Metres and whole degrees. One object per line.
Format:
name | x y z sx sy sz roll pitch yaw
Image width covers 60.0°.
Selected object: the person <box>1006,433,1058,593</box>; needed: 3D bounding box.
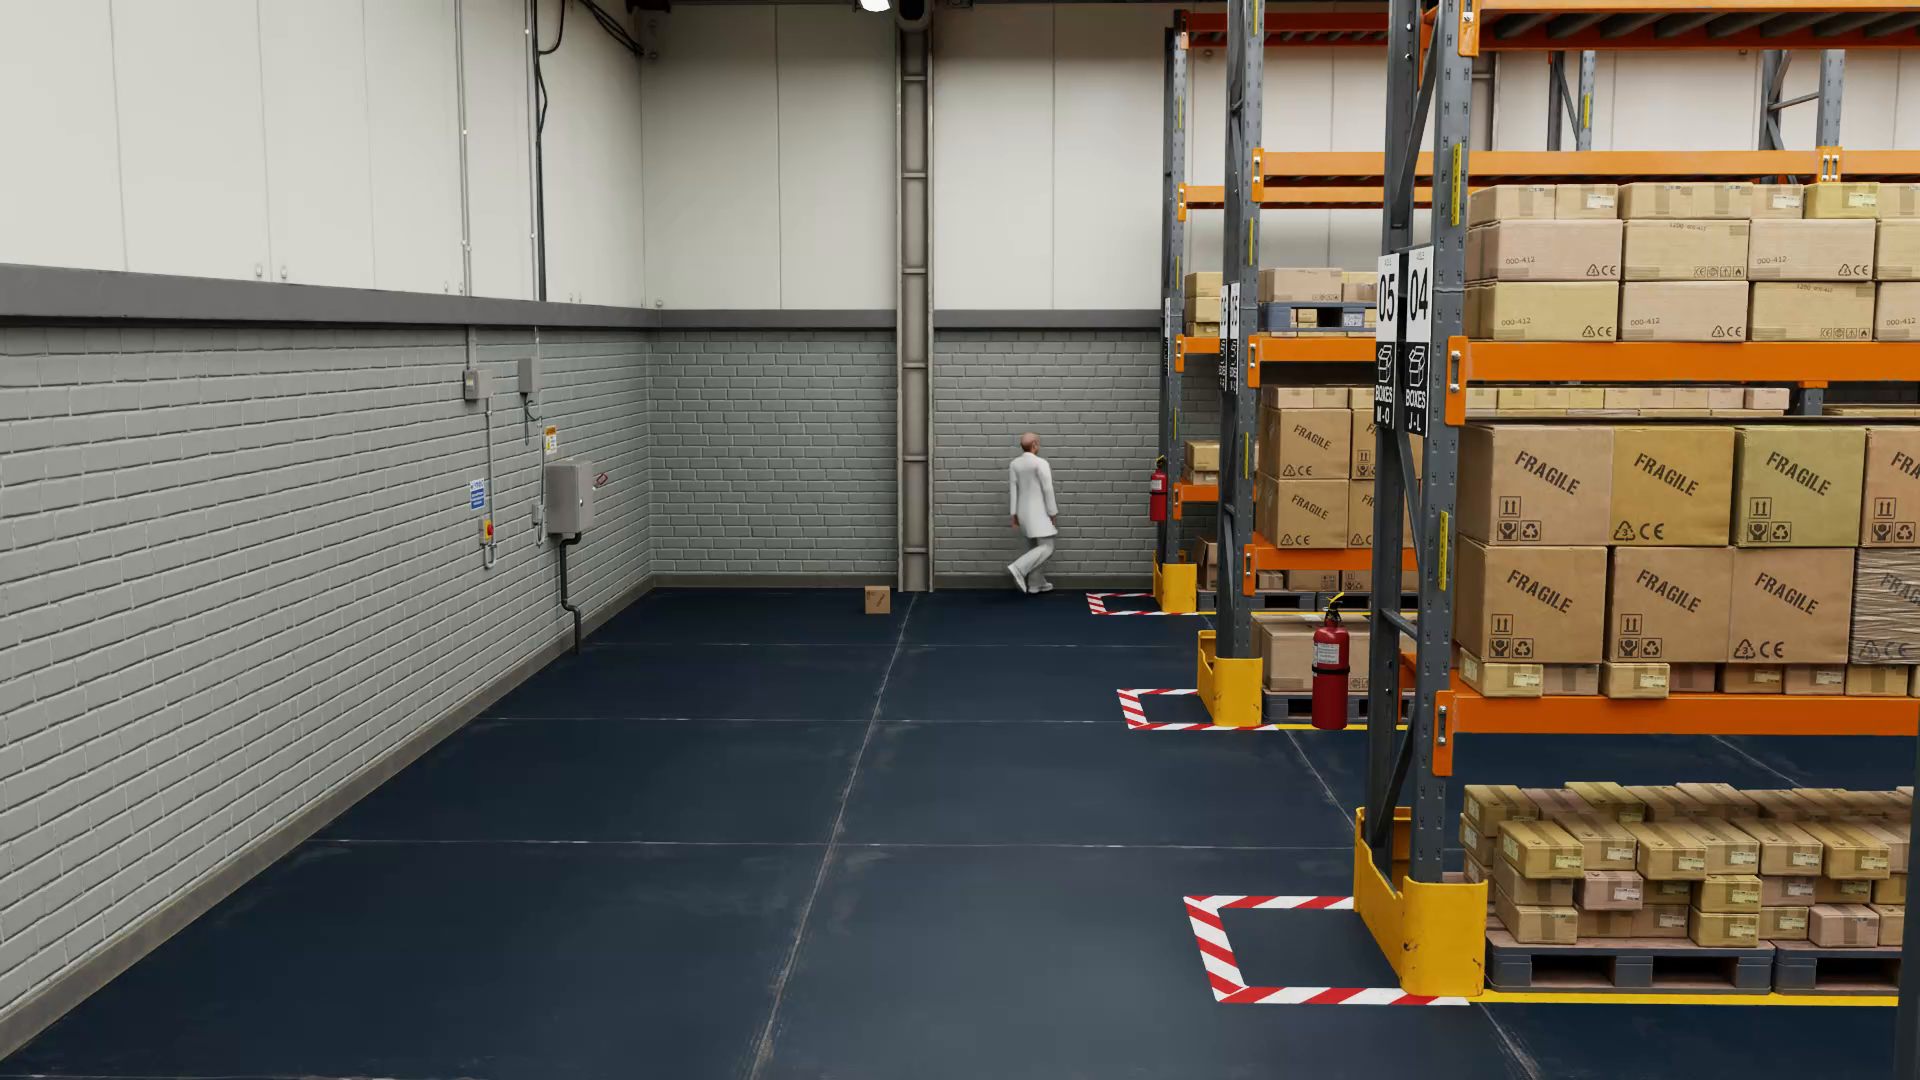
person | 0.774 -0.280 17.939 0.835 1.753 0.588 -7 10 -43
